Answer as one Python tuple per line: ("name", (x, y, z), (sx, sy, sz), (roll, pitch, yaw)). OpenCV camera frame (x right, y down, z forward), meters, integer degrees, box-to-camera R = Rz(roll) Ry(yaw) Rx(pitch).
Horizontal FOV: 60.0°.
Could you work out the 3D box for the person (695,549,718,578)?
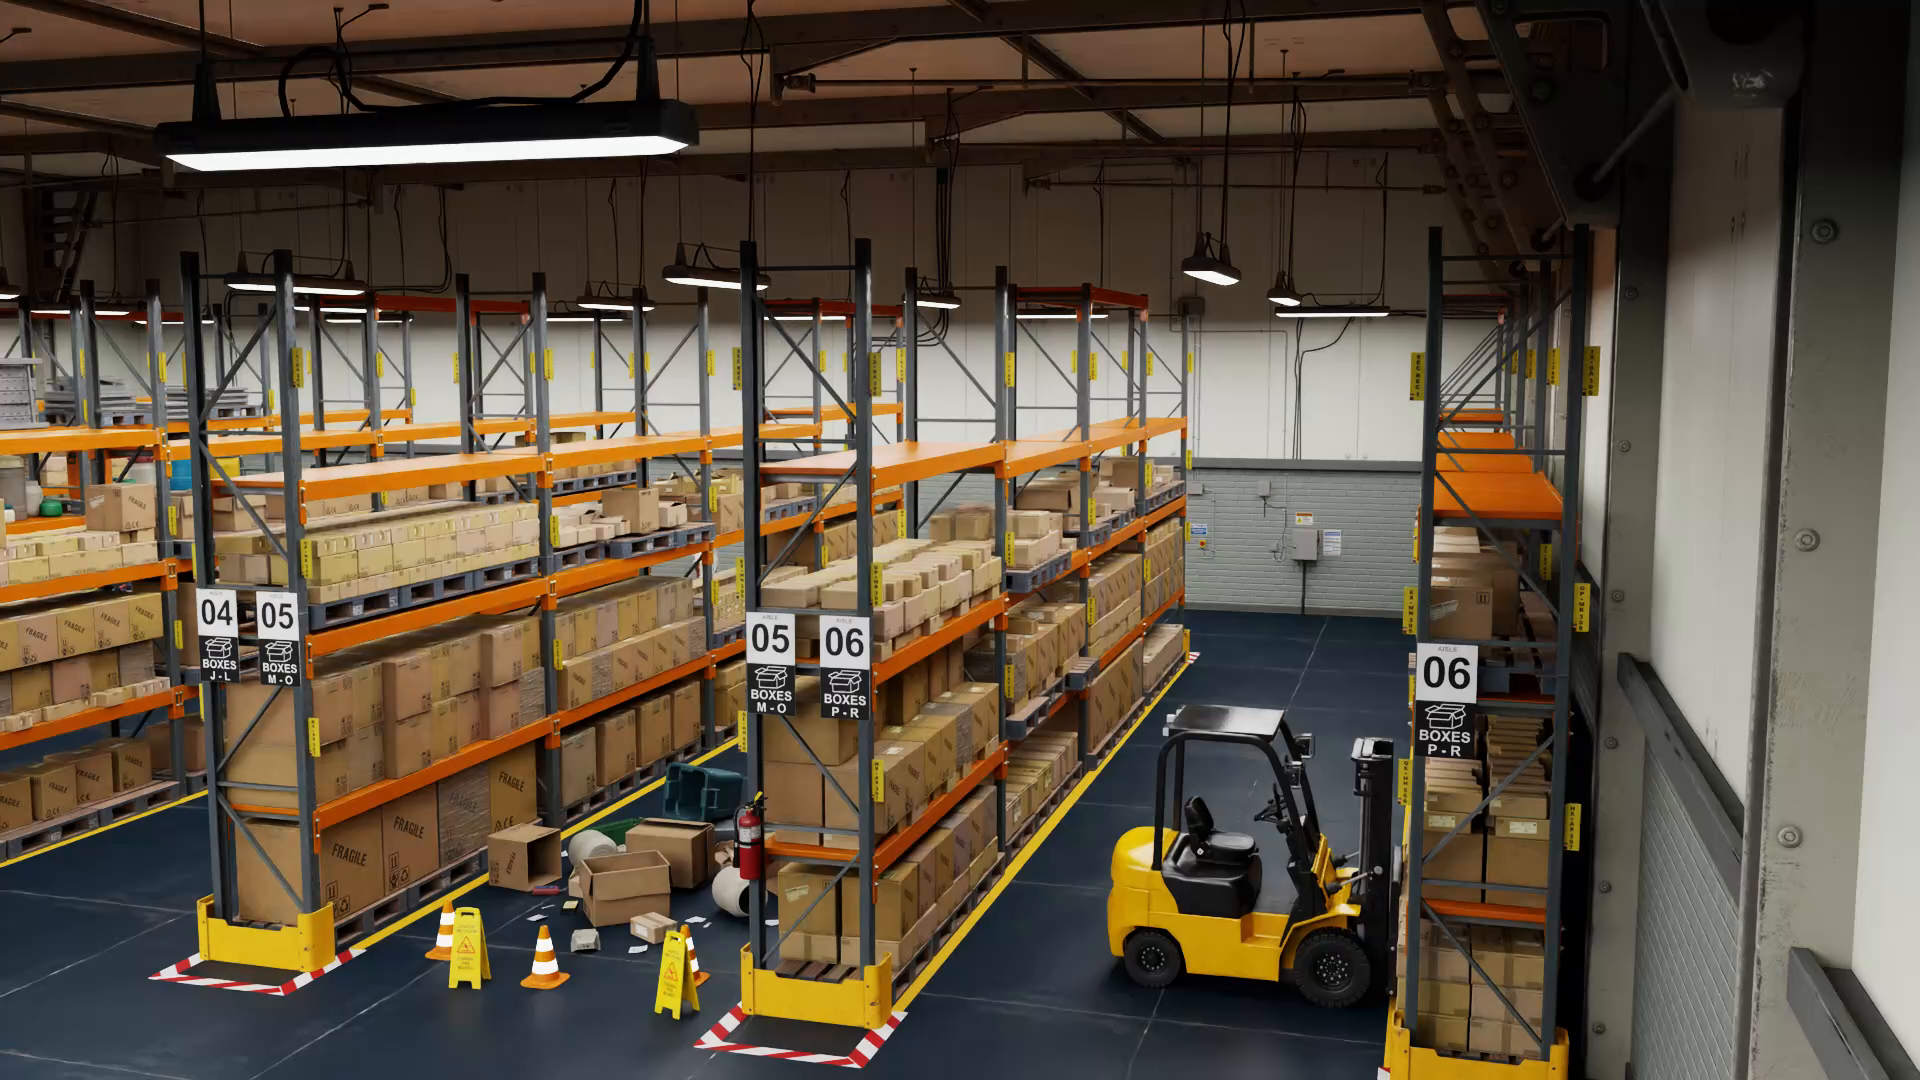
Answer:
("person", (-4.835, 0.723, 31.728), (0.475, 1.763, 0.606), (1, 7, 13))
